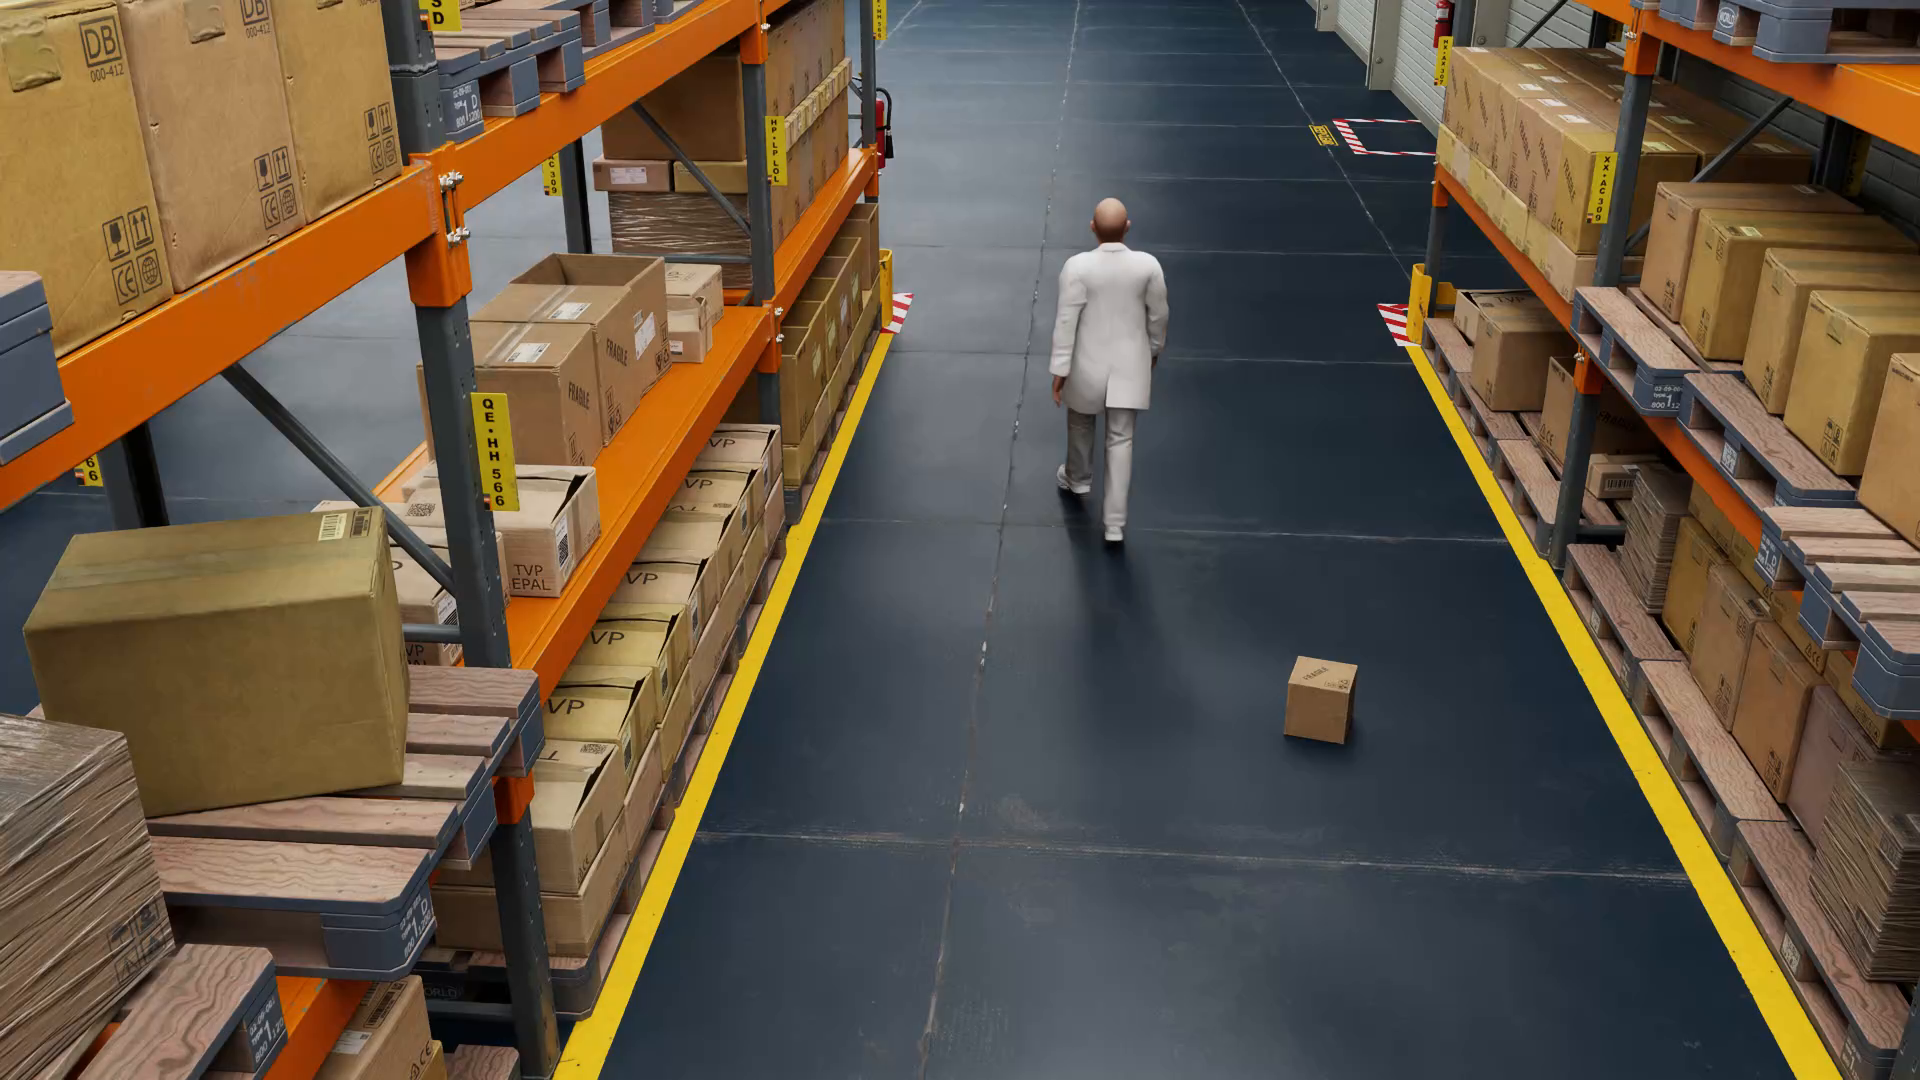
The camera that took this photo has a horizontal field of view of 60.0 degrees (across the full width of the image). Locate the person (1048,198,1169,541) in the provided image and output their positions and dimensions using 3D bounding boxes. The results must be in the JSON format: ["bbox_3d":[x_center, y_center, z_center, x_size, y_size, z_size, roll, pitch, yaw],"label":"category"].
[{"bbox_3d":[0.774,-0.958,8.719,0.604,1.728,1.046,0,24,0],"label":"person"}]
